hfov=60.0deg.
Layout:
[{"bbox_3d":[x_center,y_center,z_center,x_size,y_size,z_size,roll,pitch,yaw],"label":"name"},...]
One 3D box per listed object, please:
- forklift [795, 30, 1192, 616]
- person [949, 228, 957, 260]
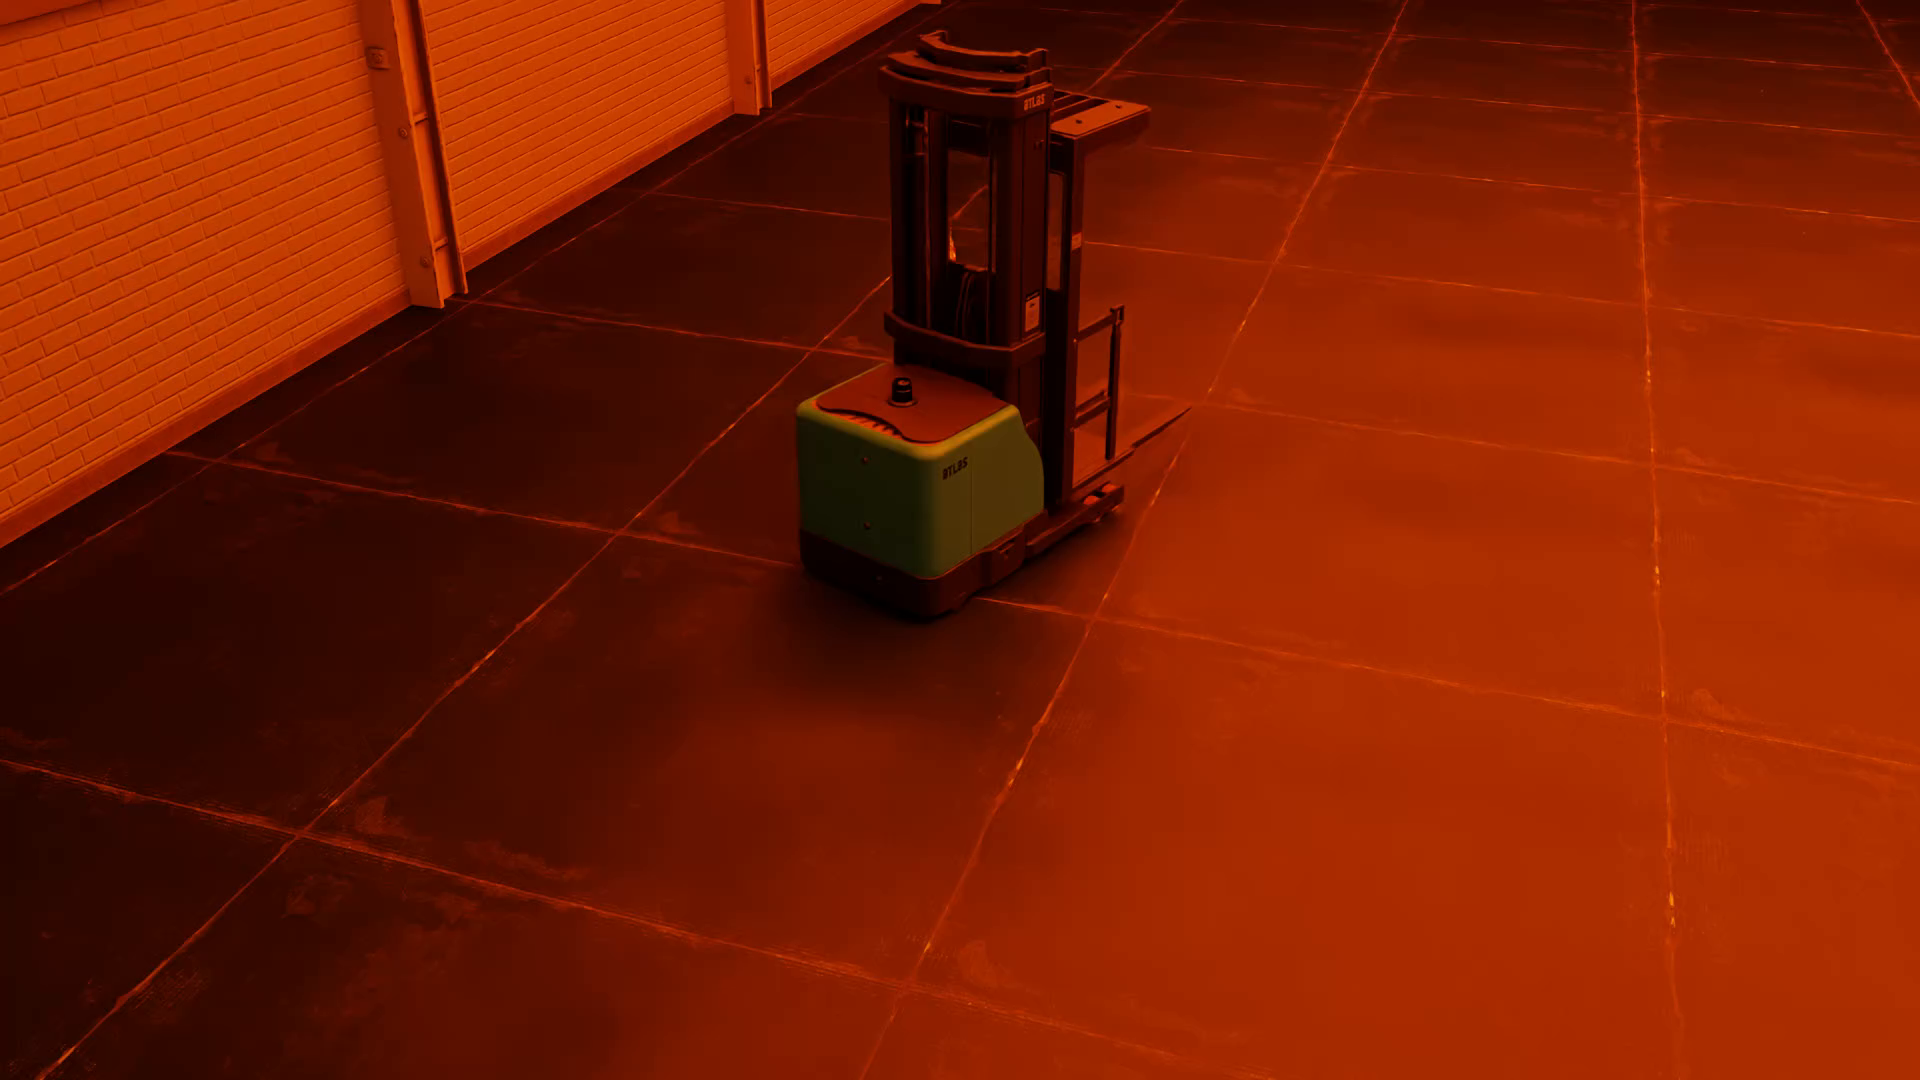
[{"bbox_3d":[0.372,-1.516,9.796,1.130,2.935,3.031,21,36,33],"label":"forklift"},{"bbox_3d":[-0.119,-1.614,11.147,0.614,1.777,0.733,-26,38,-37],"label":"person"}]
